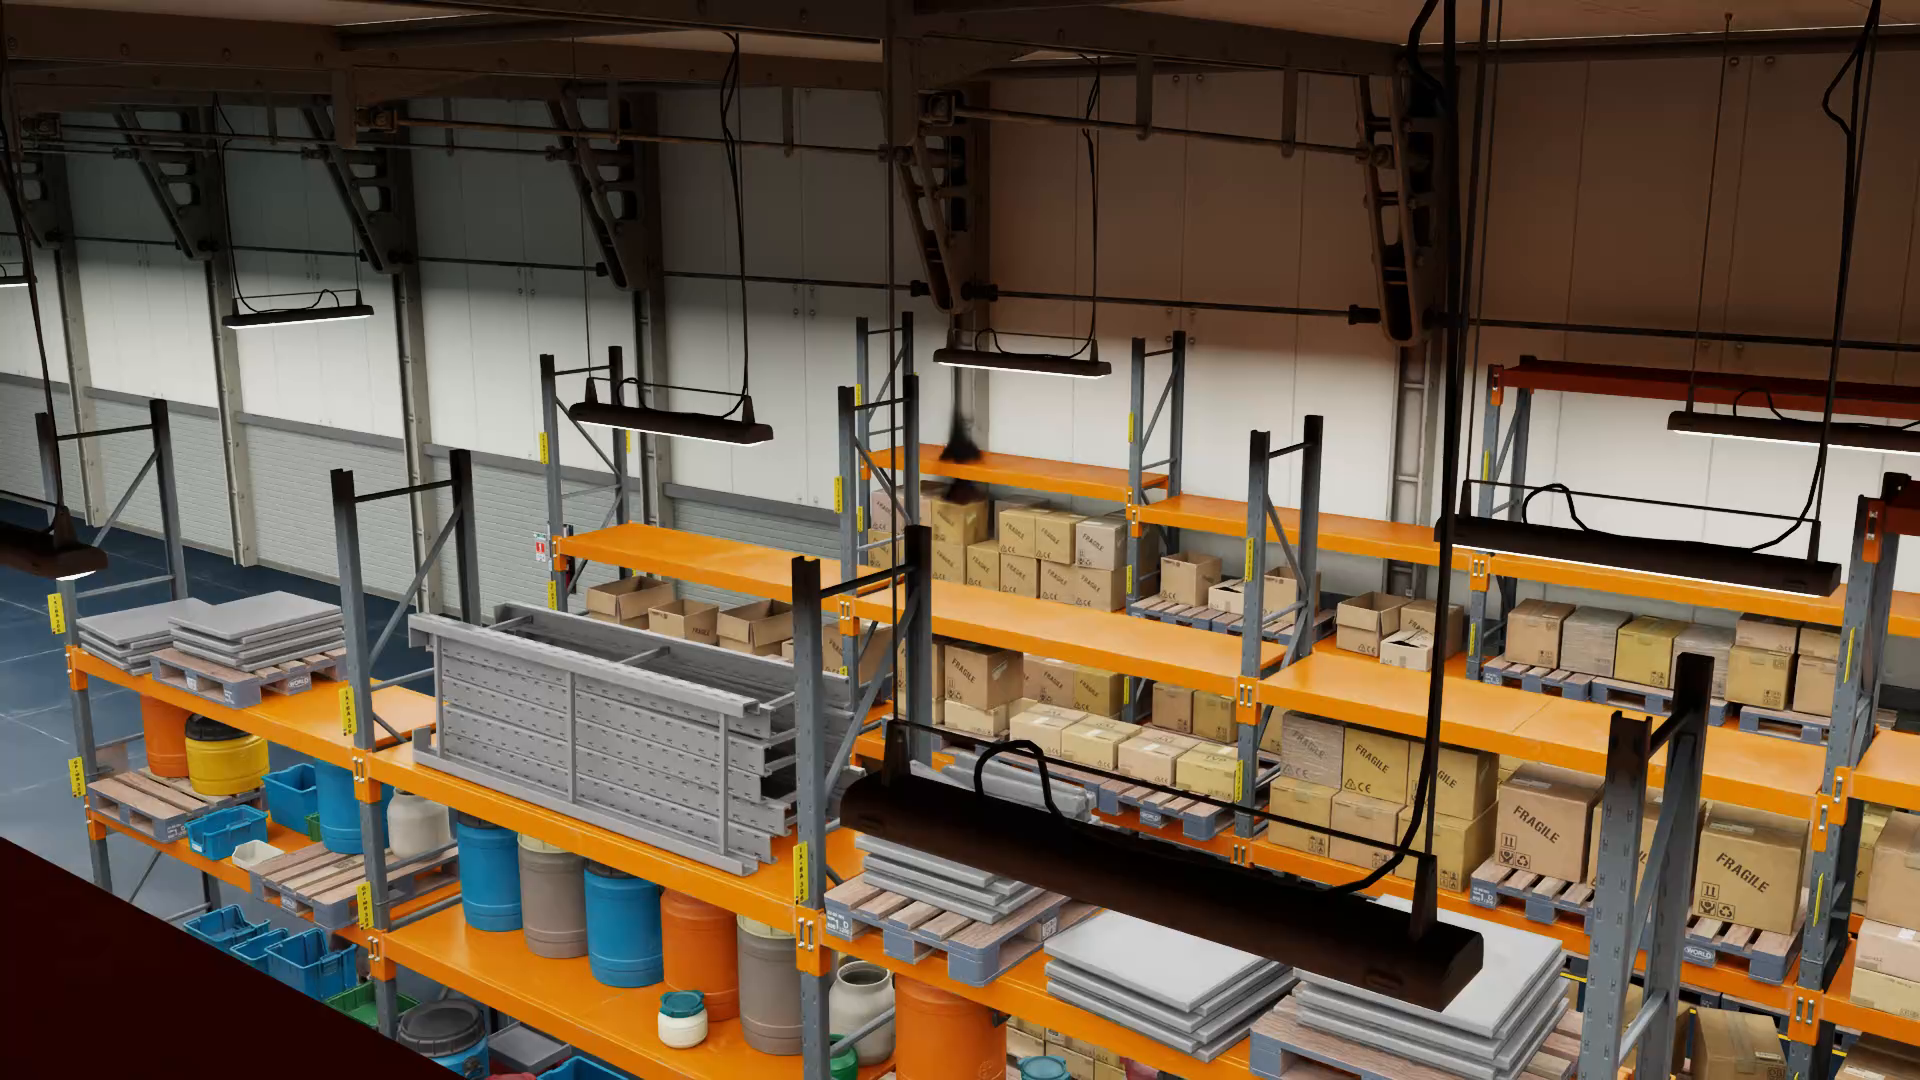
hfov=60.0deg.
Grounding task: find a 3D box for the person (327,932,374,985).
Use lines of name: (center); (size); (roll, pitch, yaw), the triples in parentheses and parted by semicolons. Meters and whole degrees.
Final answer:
person: (-5.768, 3.642, 15.907); (0.547, 1.686, 0.719); (2, 13, 7)
